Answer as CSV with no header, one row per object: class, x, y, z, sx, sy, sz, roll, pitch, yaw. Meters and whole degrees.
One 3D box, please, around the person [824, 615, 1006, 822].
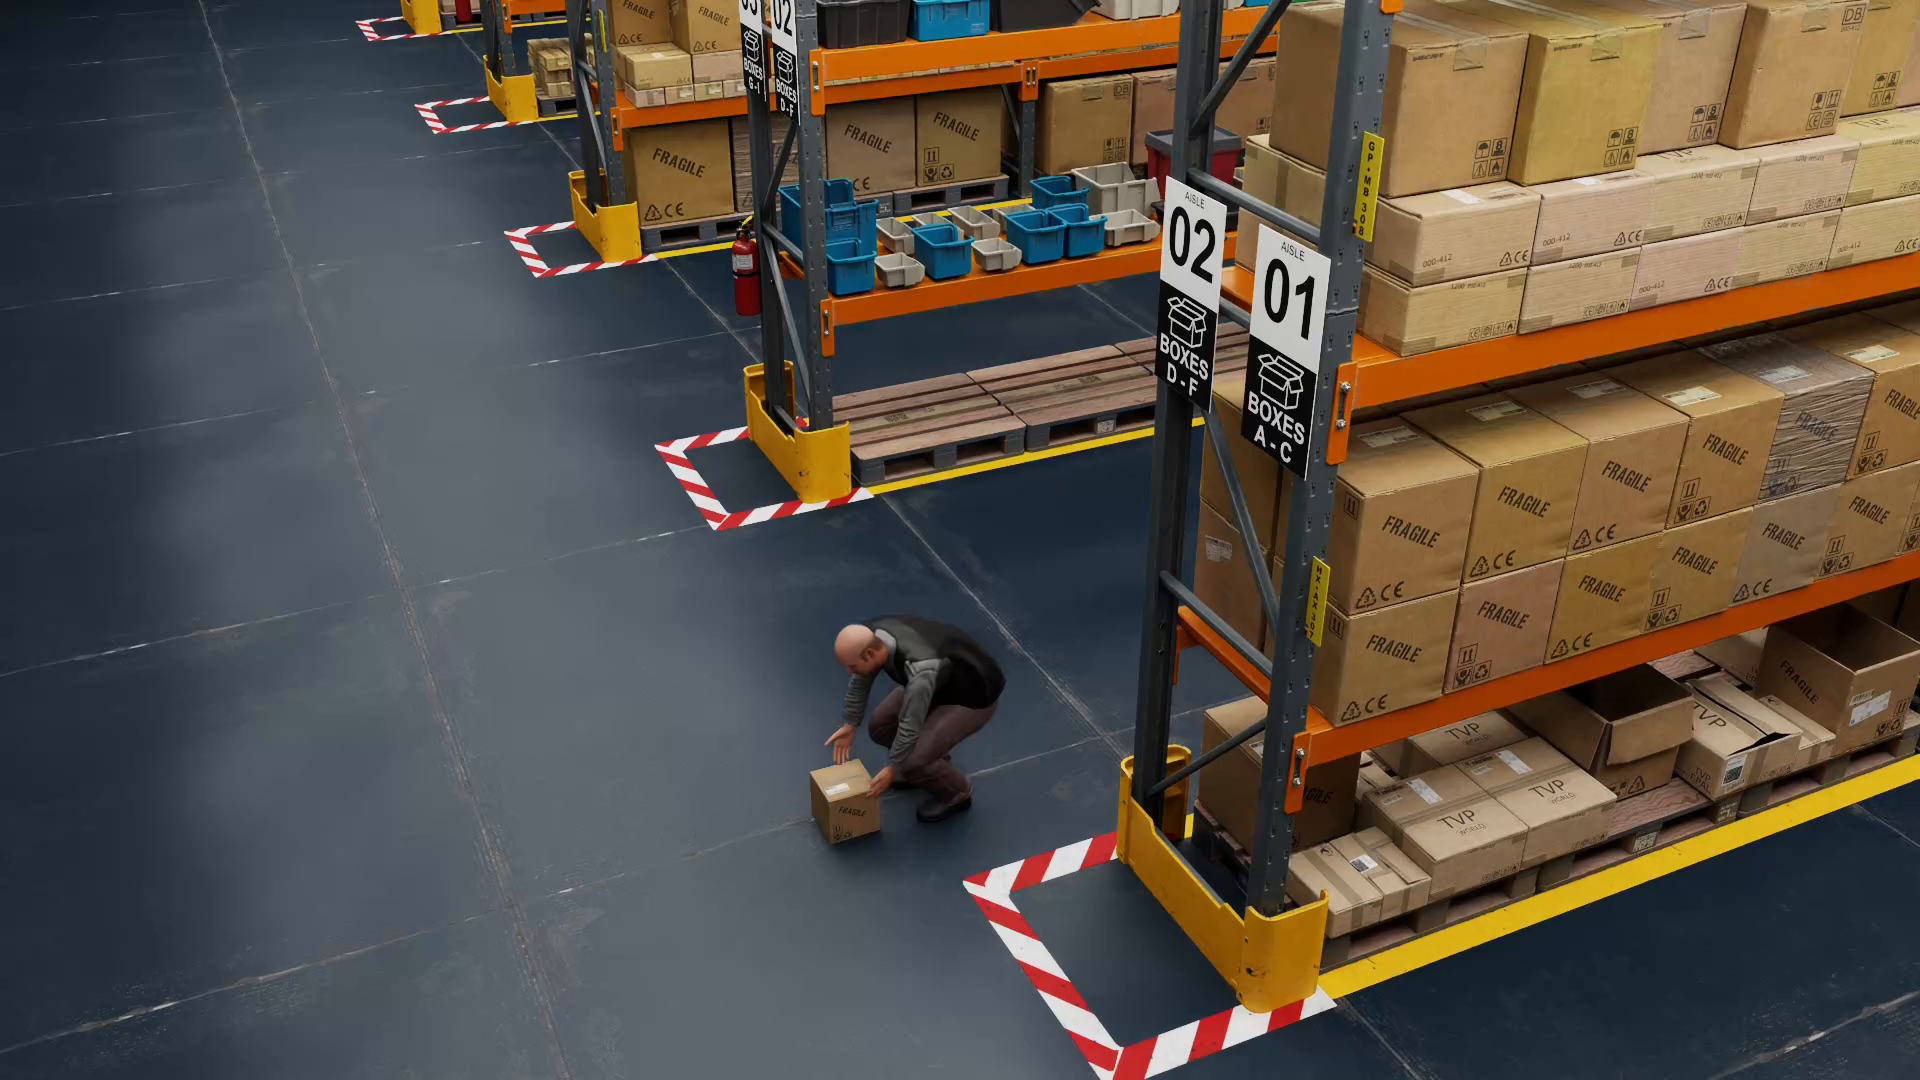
person,-0.189,0.785,7.704,0.831,1.111,0.564,-14,32,-24
